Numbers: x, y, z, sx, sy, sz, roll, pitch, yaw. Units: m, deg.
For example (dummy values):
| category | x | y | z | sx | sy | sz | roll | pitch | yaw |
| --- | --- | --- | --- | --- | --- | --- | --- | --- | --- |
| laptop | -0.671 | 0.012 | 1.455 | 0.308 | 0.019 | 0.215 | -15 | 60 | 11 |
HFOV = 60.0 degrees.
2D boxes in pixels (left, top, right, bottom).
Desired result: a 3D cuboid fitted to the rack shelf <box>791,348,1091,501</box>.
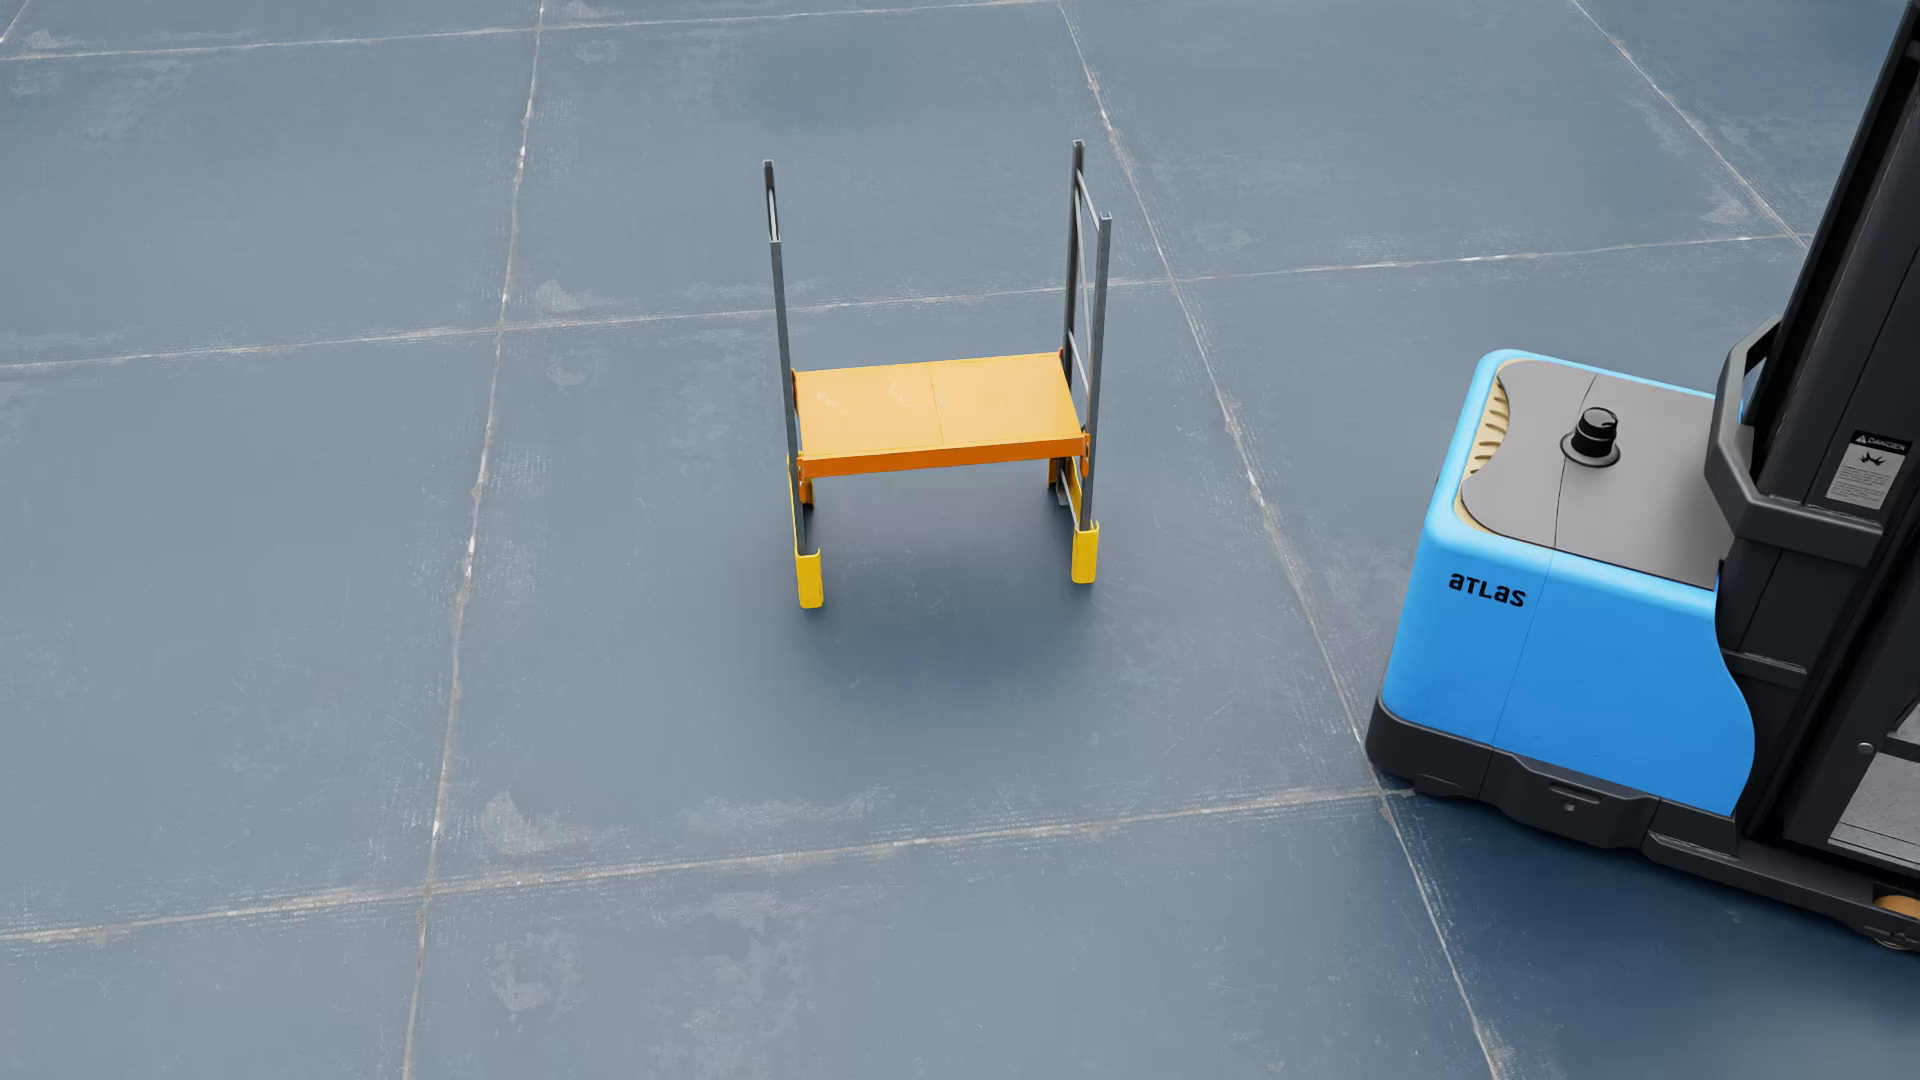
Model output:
| category | x | y | z | sx | sy | sz | roll | pitch | yaw |
| --- | --- | --- | --- | --- | --- | --- | --- | --- | --- |
| rack shelf | -0.085 | -0.416 | 5.860 | 1.000 | 0.185 | 0.538 | -5 | 42 | -6 |

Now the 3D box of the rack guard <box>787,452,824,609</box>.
| category | x | y | z | sx | sy | sz | roll | pitch | yaw |
| --- | --- | --- | --- | --- | --- | --- | --- | --- | --- |
| rack guard | -0.569 | -0.043 | 6.111 | 0.087 | 0.250 | 0.587 | -5 | 42 | -6 |

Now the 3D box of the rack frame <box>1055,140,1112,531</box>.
| category | x | y | z | sx | sy | sz | roll | pitch | yaw |
| --- | --- | --- | --- | --- | --- | --- | --- | --- | --- |
| rack frame | 0.419 | -0.594 | 5.788 | 0.032 | 1.500 | 0.500 | -5 | 42 | -6 |

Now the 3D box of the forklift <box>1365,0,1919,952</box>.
| category | x | y | z | sx | sy | sz | roll | pitch | yaw |
| --- | --- | --- | --- | --- | --- | --- | --- | --- | --- |
| forklift | 2.879 | -0.237 | 4.324 | 3.031 | 2.935 | 1.130 | 16 | 44 | 17 |

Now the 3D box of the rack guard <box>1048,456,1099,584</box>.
| category | x | y | z | sx | sy | sz | roll | pitch | yaw |
| --- | --- | --- | --- | --- | --- | --- | --- | --- | --- |
| rack guard | 0.418 | -0.129 | 6.207 | 0.087 | 0.250 | 0.587 | -5 | 42 | -6 |

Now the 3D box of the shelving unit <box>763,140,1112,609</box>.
| category | x | y | z | sx | sy | sz | roll | pitch | yaw |
| --- | --- | --- | --- | --- | --- | --- | --- | --- | --- |
| shelving unit | -0.076 | -0.550 | 5.740 | 1.083 | 1.500 | 0.587 | -5 | 42 | -6 |

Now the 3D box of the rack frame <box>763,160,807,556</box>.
| category | x | y | z | sx | sy | sz | roll | pitch | yaw |
| --- | --- | --- | --- | --- | --- | --- | --- | --- | --- |
| rack frame | -0.589 | -0.505 | 5.691 | 0.032 | 1.500 | 0.500 | -5 | 42 | -6 |
